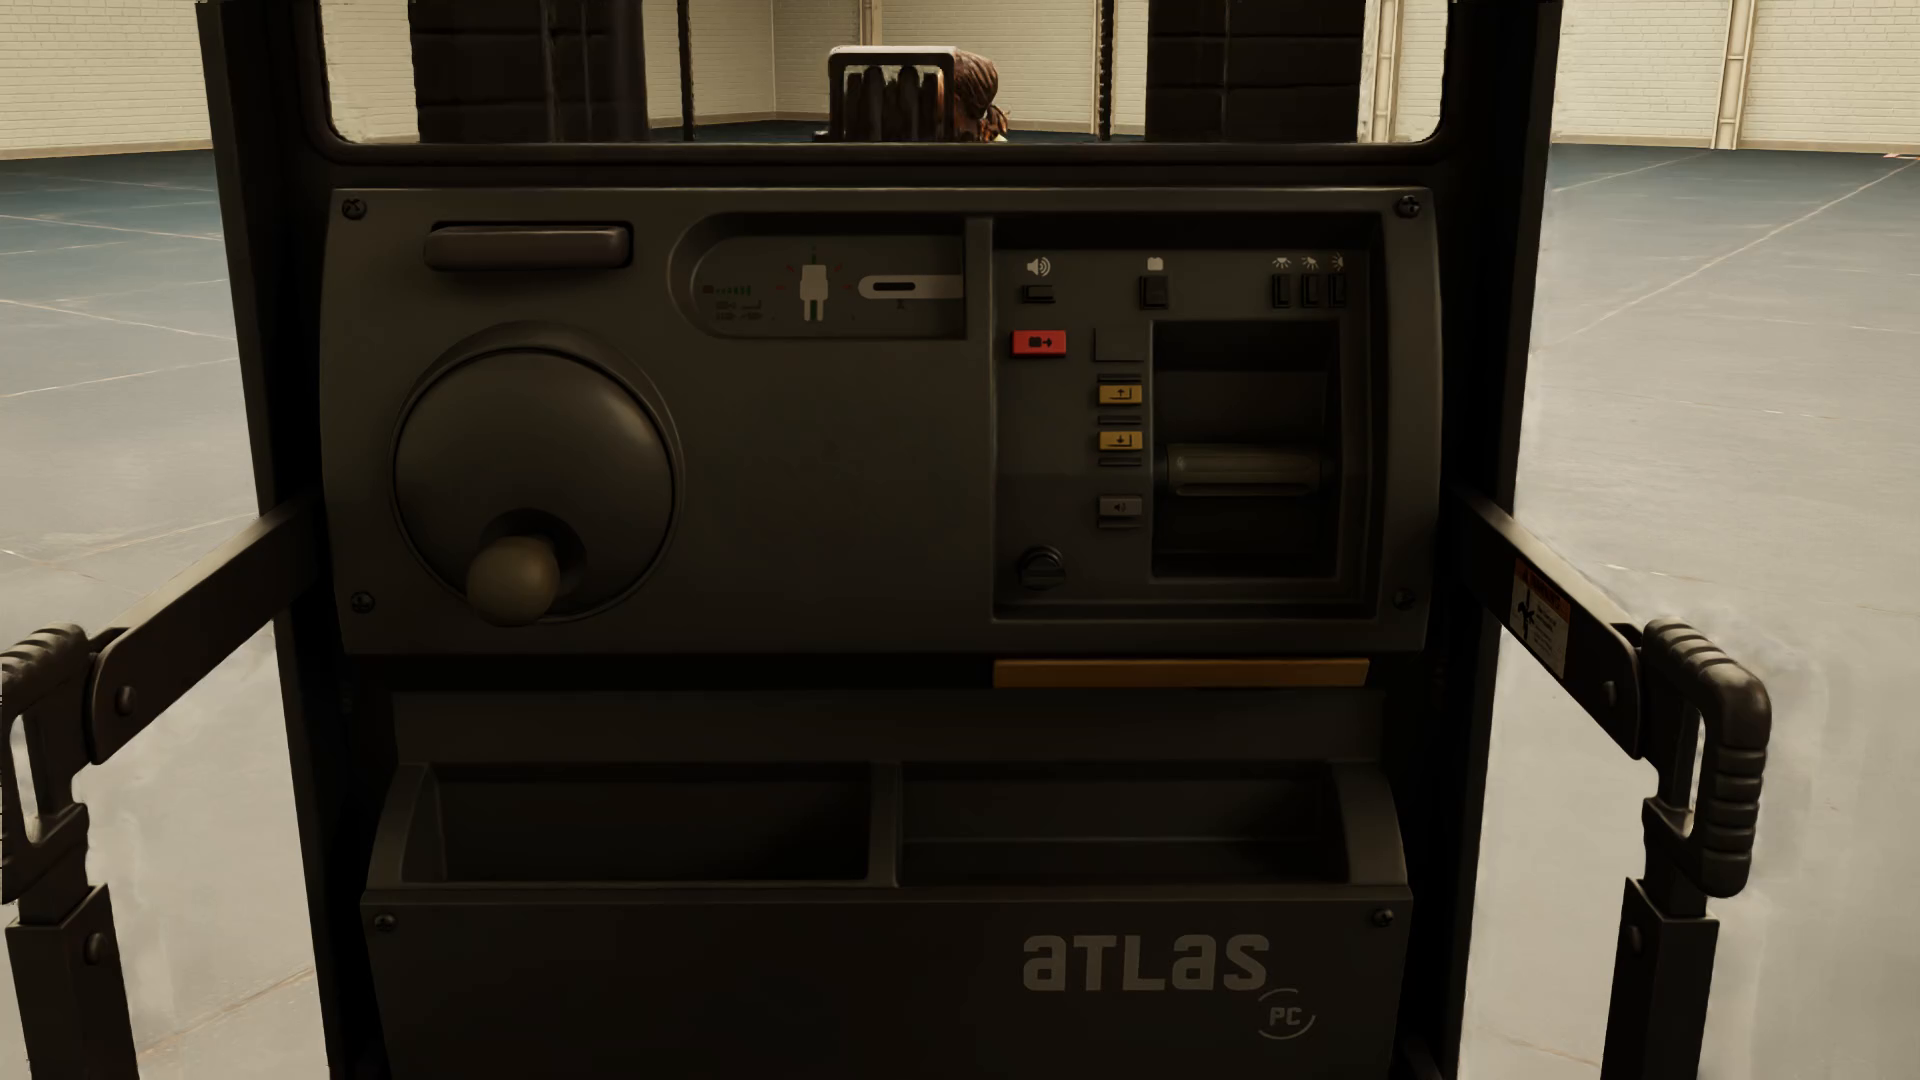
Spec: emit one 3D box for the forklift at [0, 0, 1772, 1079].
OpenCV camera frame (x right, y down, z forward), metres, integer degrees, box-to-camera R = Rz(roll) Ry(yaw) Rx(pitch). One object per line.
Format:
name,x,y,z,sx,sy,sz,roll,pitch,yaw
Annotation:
forklift,-0.060,-0.109,1.196,1.130,2.935,3.031,0,17,0

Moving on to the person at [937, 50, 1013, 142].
person,-0.055,-0.825,5.756,0.548,1.673,0.553,11,20,33
